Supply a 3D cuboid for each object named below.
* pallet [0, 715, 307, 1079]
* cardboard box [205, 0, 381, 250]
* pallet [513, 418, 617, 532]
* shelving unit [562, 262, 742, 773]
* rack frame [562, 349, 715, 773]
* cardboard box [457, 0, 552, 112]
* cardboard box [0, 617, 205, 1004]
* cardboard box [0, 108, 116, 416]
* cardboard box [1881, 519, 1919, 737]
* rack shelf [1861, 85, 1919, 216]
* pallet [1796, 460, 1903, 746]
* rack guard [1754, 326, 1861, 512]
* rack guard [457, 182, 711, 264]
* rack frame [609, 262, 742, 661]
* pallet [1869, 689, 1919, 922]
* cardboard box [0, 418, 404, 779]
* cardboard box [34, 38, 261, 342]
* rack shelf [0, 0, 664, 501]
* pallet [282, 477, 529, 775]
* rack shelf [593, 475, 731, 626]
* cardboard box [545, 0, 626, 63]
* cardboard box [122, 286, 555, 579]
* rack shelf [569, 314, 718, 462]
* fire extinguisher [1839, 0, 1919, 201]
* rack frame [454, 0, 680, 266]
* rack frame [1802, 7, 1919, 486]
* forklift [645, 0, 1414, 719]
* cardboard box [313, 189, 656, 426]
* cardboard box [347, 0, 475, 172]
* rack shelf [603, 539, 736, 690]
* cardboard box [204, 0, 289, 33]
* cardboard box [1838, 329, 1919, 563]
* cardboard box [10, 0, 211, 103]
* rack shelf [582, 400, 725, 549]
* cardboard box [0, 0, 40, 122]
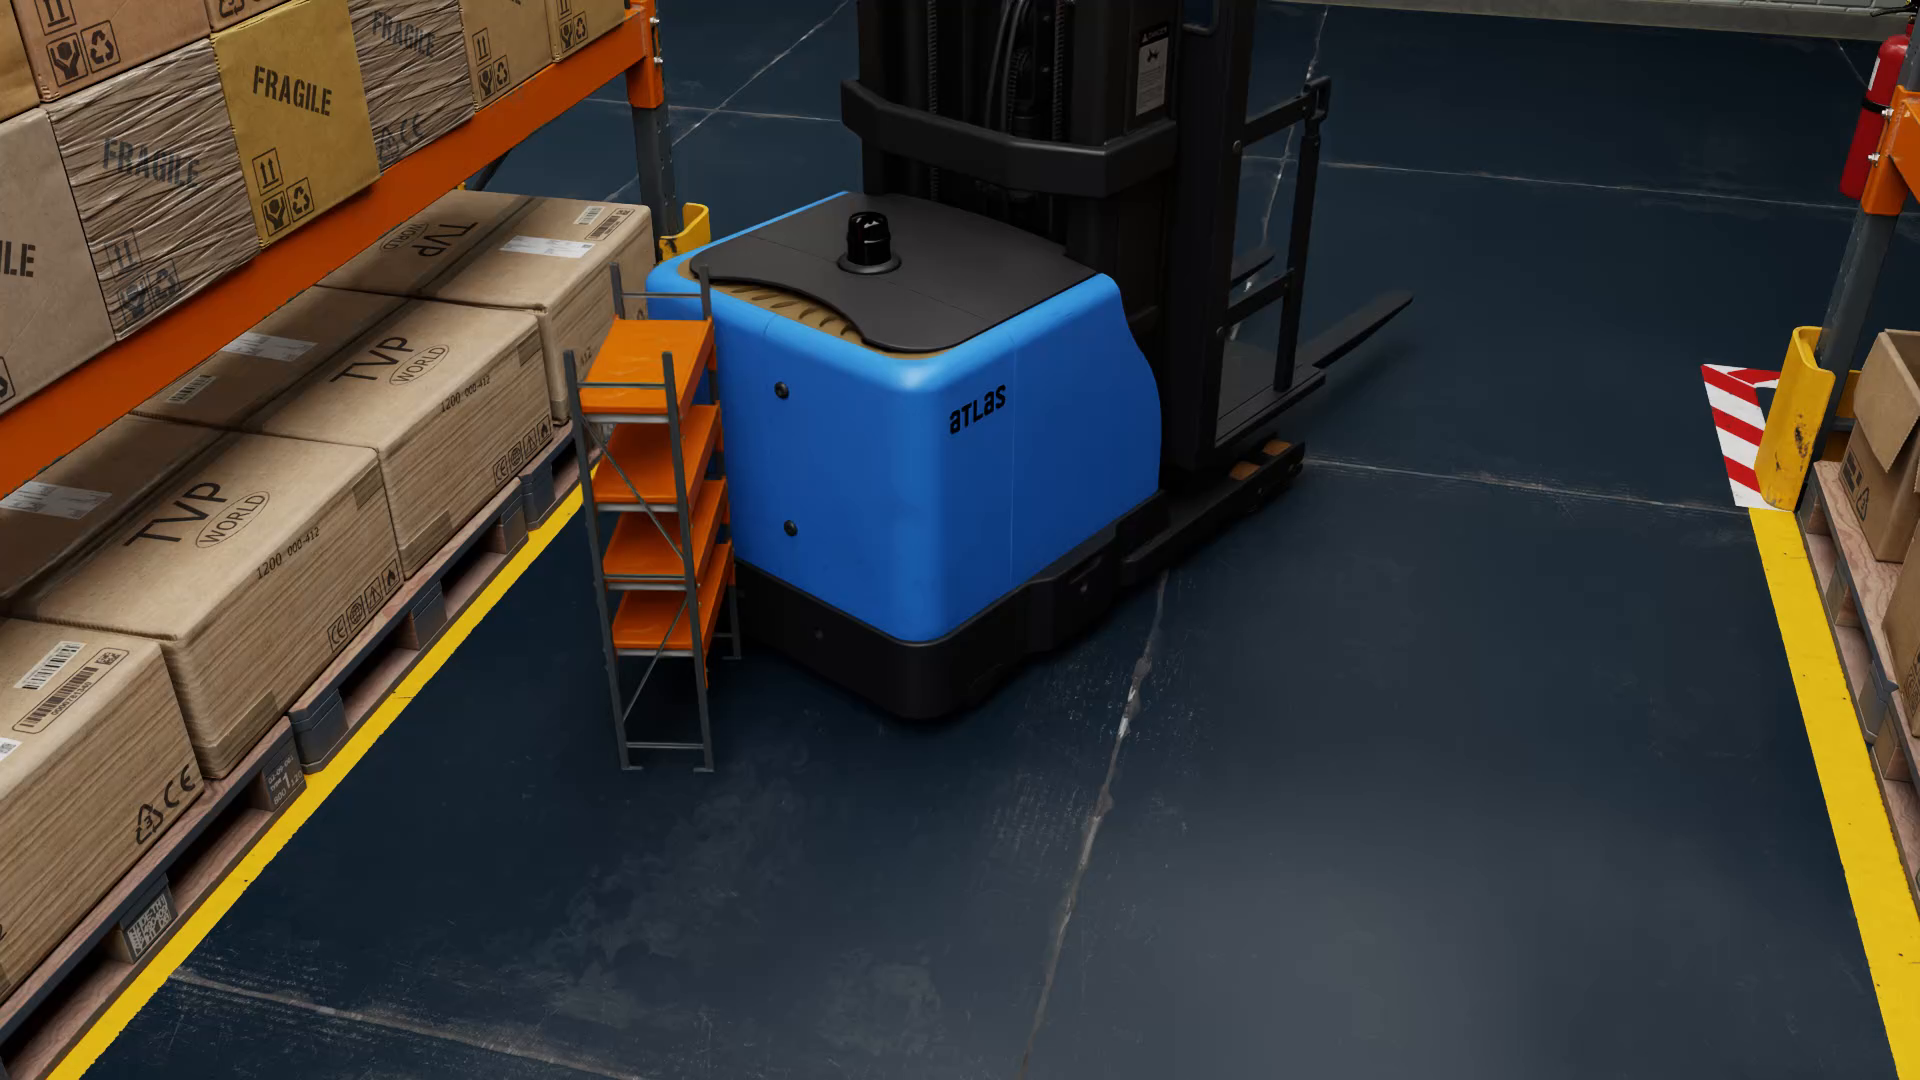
[{"bbox_3d":[-2.298,0.776,3.832,1.003,0.211,1.213,8,33,12],"label":"pallet"},{"bbox_3d":[-1.799,-1.052,4.015,0.500,0.500,0.500,9,34,14],"label":"cardboard box"},{"bbox_3d":[-1.679,-0.490,5.824,1.003,0.211,1.213,8,33,12],"label":"pallet"},{"bbox_3d":[-0.748,-0.040,4.194,0.258,1.200,0.503,1,32,2],"label":"shelving unit"},{"bbox_3d":[-0.756,0.091,3.989,0.240,1.200,0.015,1,32,2],"label":"rack frame"},{"bbox_3d":[-1.560,-1.590,4.861,0.500,0.500,0.500,7,33,11],"label":"cardboard box"},{"bbox_3d":[-2.303,0.576,3.544,0.875,0.438,0.875,8,33,12],"label":"cardboard box"},{"bbox_3d":[-2.062,-0.527,3.190,0.500,0.500,0.500,8,33,13],"label":"cardboard box"},{"bbox_3d":[2.749,0.202,4.075,0.700,0.500,0.500,9,34,14],"label":"cardboard box"},{"bbox_3d":[2.743,-0.077,3.246,1.077,0.370,4.000,8,33,12],"label":"rack shelf"},{"bbox_3d":[3.030,0.212,4.720,1.003,0.211,1.213,8,33,12],"label":"pallet"},{"bbox_3d":[3.232,-0.324,5.294,1.175,0.500,0.348,8,33,12],"label":"rack guard"},{"bbox_3d":[-1.545,-1.050,6.435,1.175,0.500,0.348,8,33,12],"label":"rack guard"},{"bbox_3d":[-0.739,-0.171,4.400,0.240,1.200,0.015,1,32,2],"label":"rack frame"},{"bbox_3d":[2.719,0.843,3.728,1.003,0.211,1.213,8,33,12],"label":"pallet"},{"bbox_3d":[-2.077,0.112,4.275,0.875,0.438,0.875,7,33,11],"label":"cardboard box"},{"bbox_3d":[-1.930,-0.784,3.595,0.500,0.500,0.500,8,33,13],"label":"cardboard box"},{"bbox_3d":[-2.059,-0.751,4.306,1.077,0.370,4.000,8,33,12],"label":"rack shelf"},{"bbox_3d":[-1.990,0.141,4.831,1.003,0.211,1.213,8,33,12],"label":"pallet"},{"bbox_3d":[-0.748,0.017,4.230,0.258,0.148,0.480,1,32,2],"label":"rack shelf"},{"bbox_3d":[-1.418,-1.848,5.268,0.500,0.500,0.500,8,33,13],"label":"cardboard box"},{"bbox_3d":[-1.846,-0.356,5.011,0.875,0.438,0.875,9,34,14],"label":"cardboard box"},{"bbox_3d":[-0.748,-0.372,3.984,0.258,0.148,0.480,1,32,2],"label":"rack shelf"},{"bbox_3d":[2.841,-1.368,5.025,0.296,0.674,0.183,8,33,12],"label":"fire extinguisher"},{"bbox_3d":[-1.551,-2.092,5.745,1.000,3.000,0.127,8,33,12],"label":"rack frame"},{"bbox_3d":[3.251,-1.418,4.685,1.000,3.000,0.127,8,33,12],"label":"rack frame"},{"bbox_3d":[0.488,-1.481,4.848,1.130,2.935,3.031,25,40,33],"label":"forklift"},{"bbox_3d":[-1.622,-0.832,5.760,0.875,0.438,0.875,7,33,11],"label":"cardboard box"},{"bbox_3d":[-1.681,-1.321,4.439,0.500,0.500,0.500,9,34,14],"label":"cardboard box"},{"bbox_3d":[-0.748,0.184,4.337,0.258,0.148,0.480,1,32,2],"label":"rack shelf"},{"bbox_3d":[-1.806,-1.482,3.760,0.500,0.500,0.500,8,33,12],"label":"cardboard box"},{"bbox_3d":[3.004,-0.238,4.763,0.797,0.503,0.637,7,33,10],"label":"cardboard box"},{"bbox_3d":[-1.936,-1.220,3.348,0.500,0.500,0.500,9,33,13],"label":"cardboard box"},{"bbox_3d":[-0.748,-0.172,4.110,0.258,0.148,0.480,1,32,2],"label":"rack shelf"},{"bbox_3d":[-2.077,-0.956,2.933,0.500,0.500,0.500,8,33,12],"label":"cardboard box"}]
